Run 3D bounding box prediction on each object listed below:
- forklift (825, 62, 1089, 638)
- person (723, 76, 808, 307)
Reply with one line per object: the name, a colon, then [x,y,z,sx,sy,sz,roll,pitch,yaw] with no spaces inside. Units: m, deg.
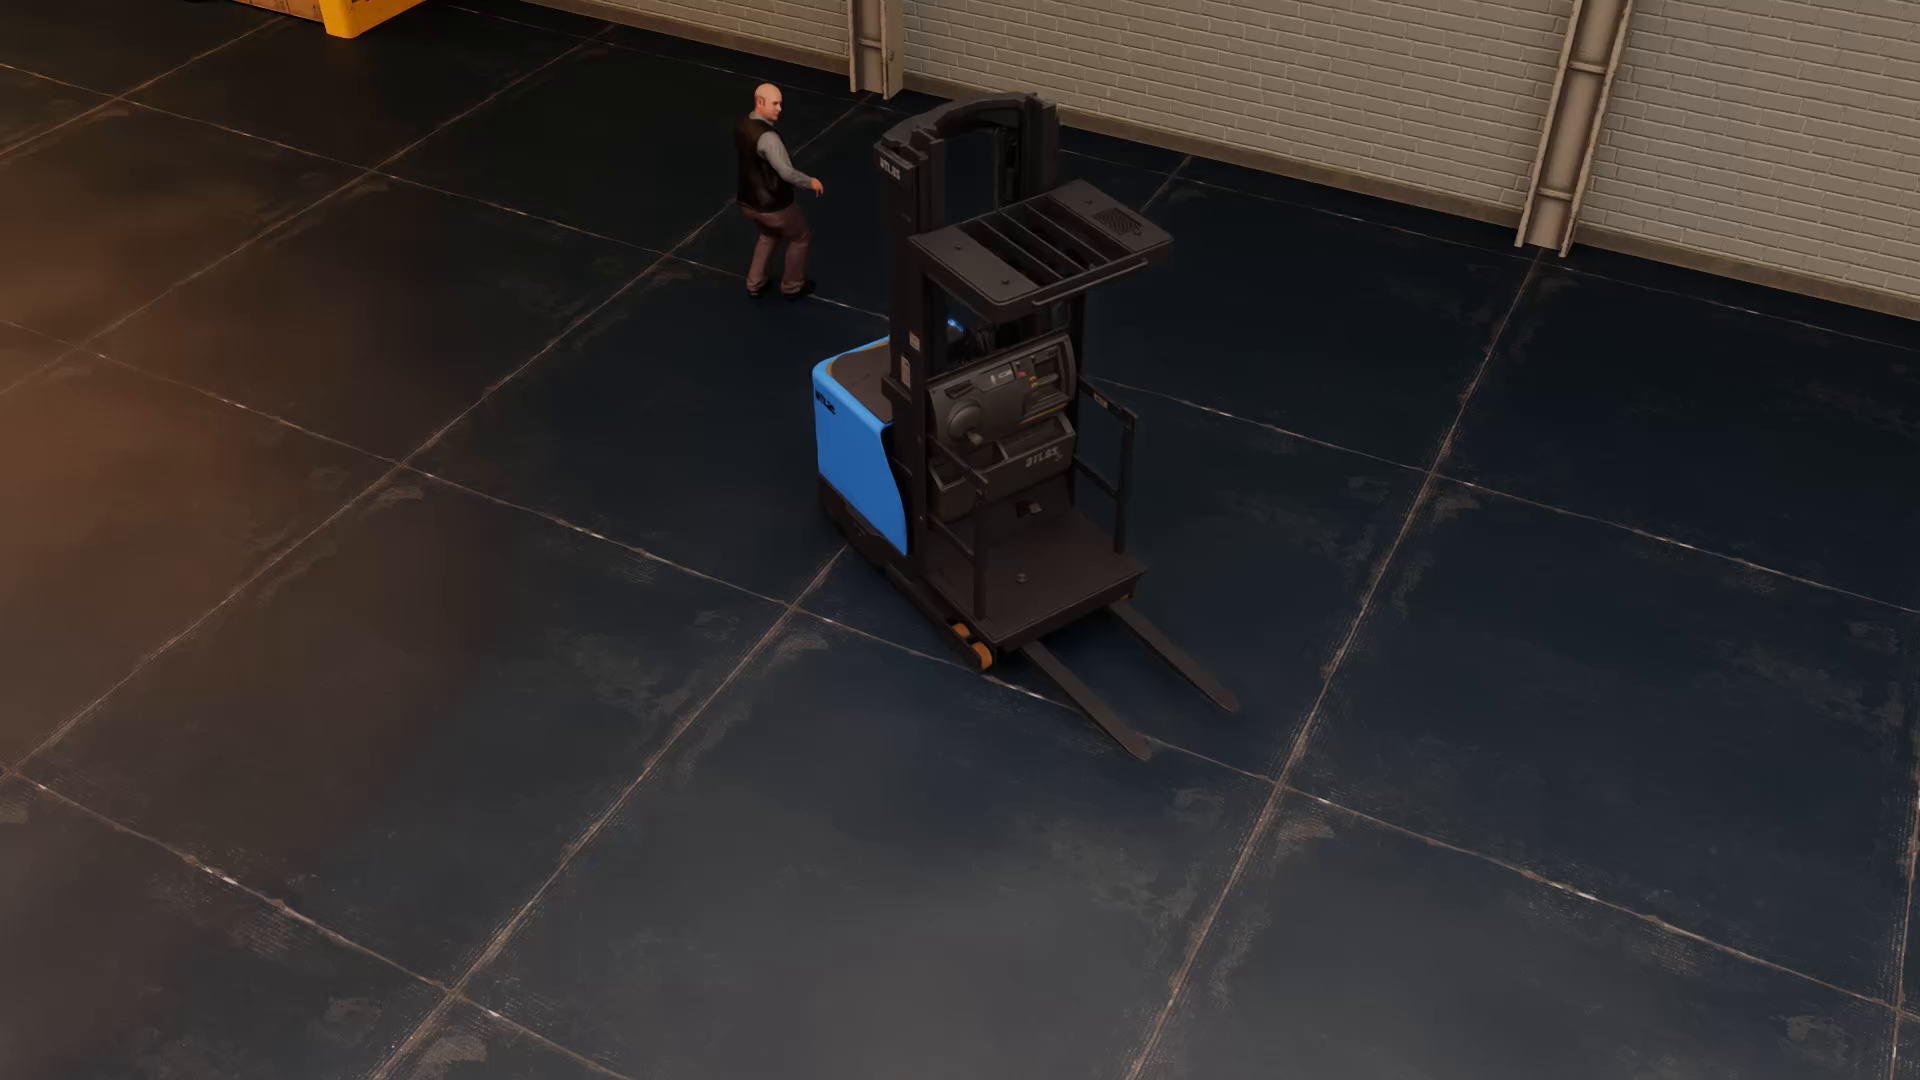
forklift: [0.099,-1.518,9.789,1.130,2.935,3.031,9,41,11]
person: [-1.409,-2.509,11.907,0.376,1.723,0.523,-25,46,-27]
